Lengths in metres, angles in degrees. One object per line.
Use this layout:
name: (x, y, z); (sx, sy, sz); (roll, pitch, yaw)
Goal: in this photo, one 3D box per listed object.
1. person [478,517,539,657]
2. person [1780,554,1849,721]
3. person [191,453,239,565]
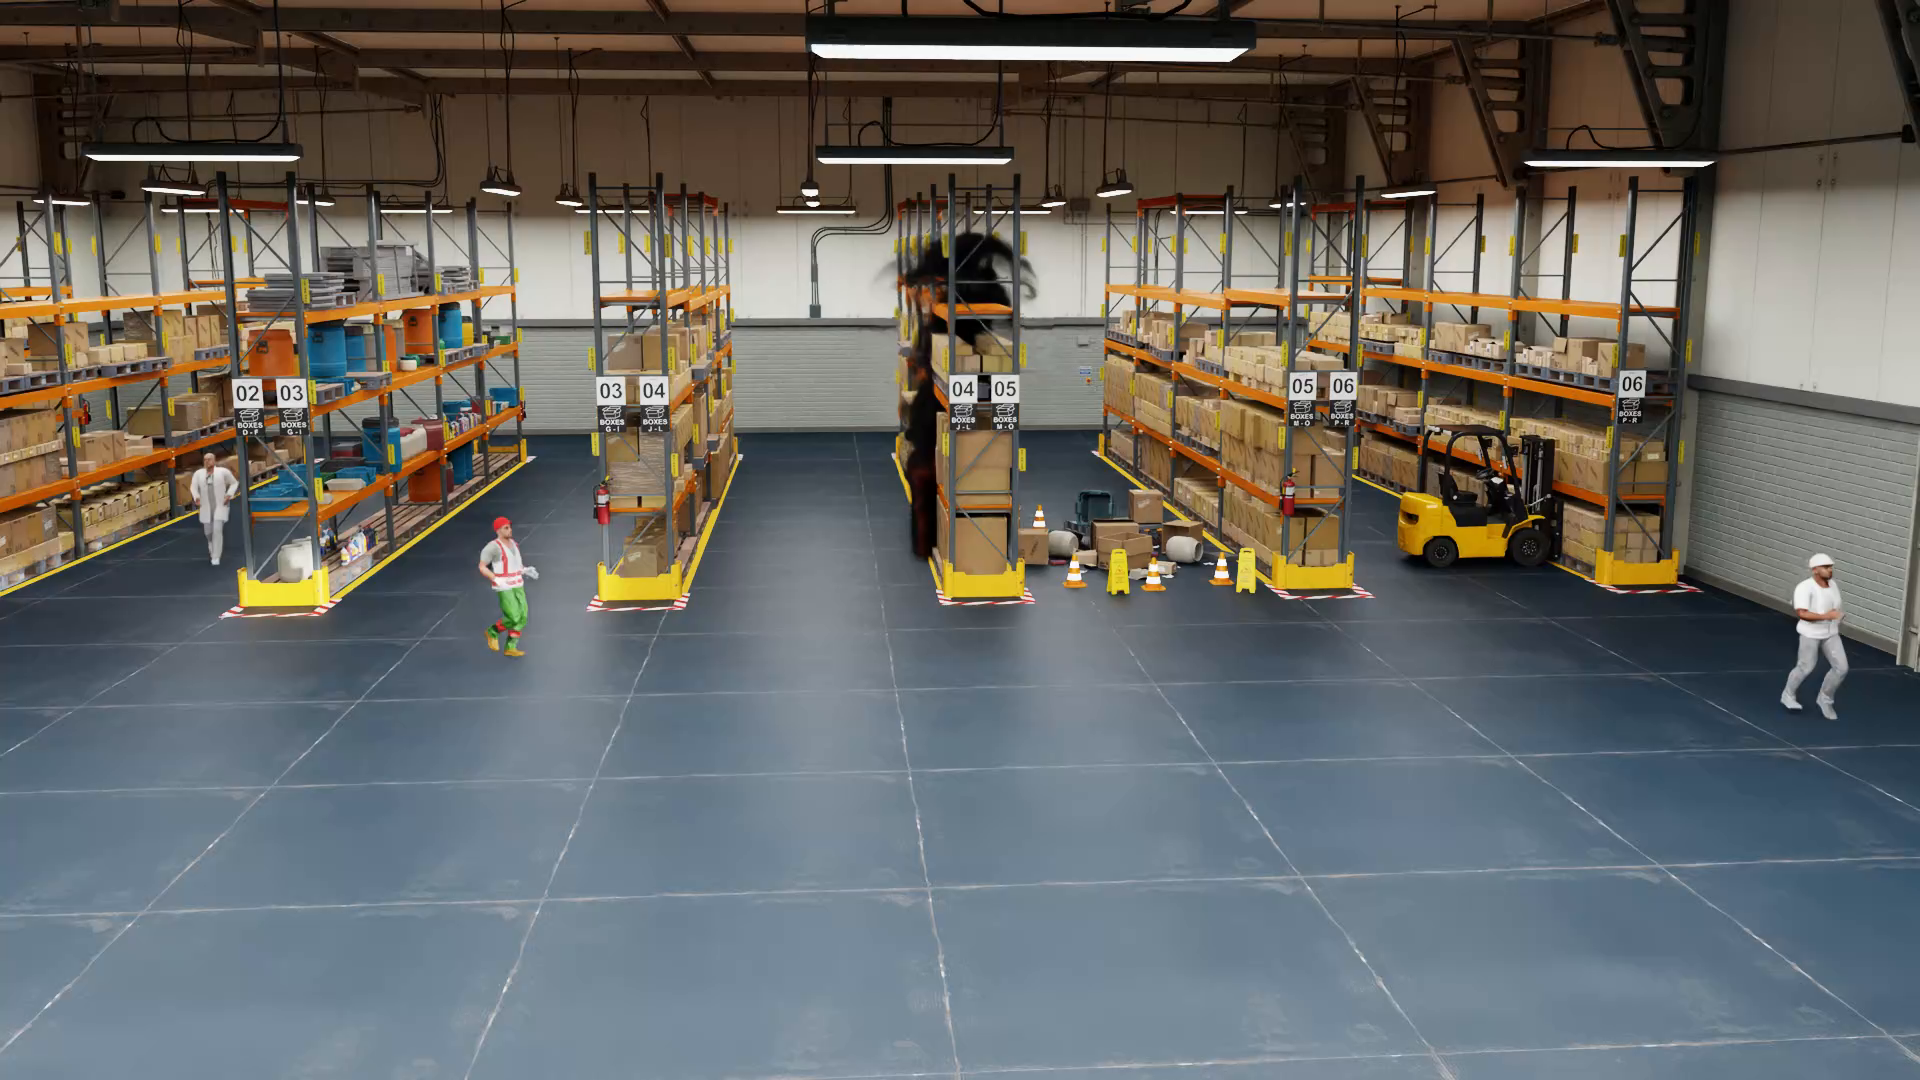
person: (-5.545, 0.579, 20.413); (0.612, 1.738, 0.651); (4, 11, 23)
person: (9.185, 1.043, 17.768); (0.684, 1.816, 0.731); (-3, 10, -16)
person: (-11.947, -0.524, 26.697); (0.716, 1.767, 0.827); (-2, 10, -11)
